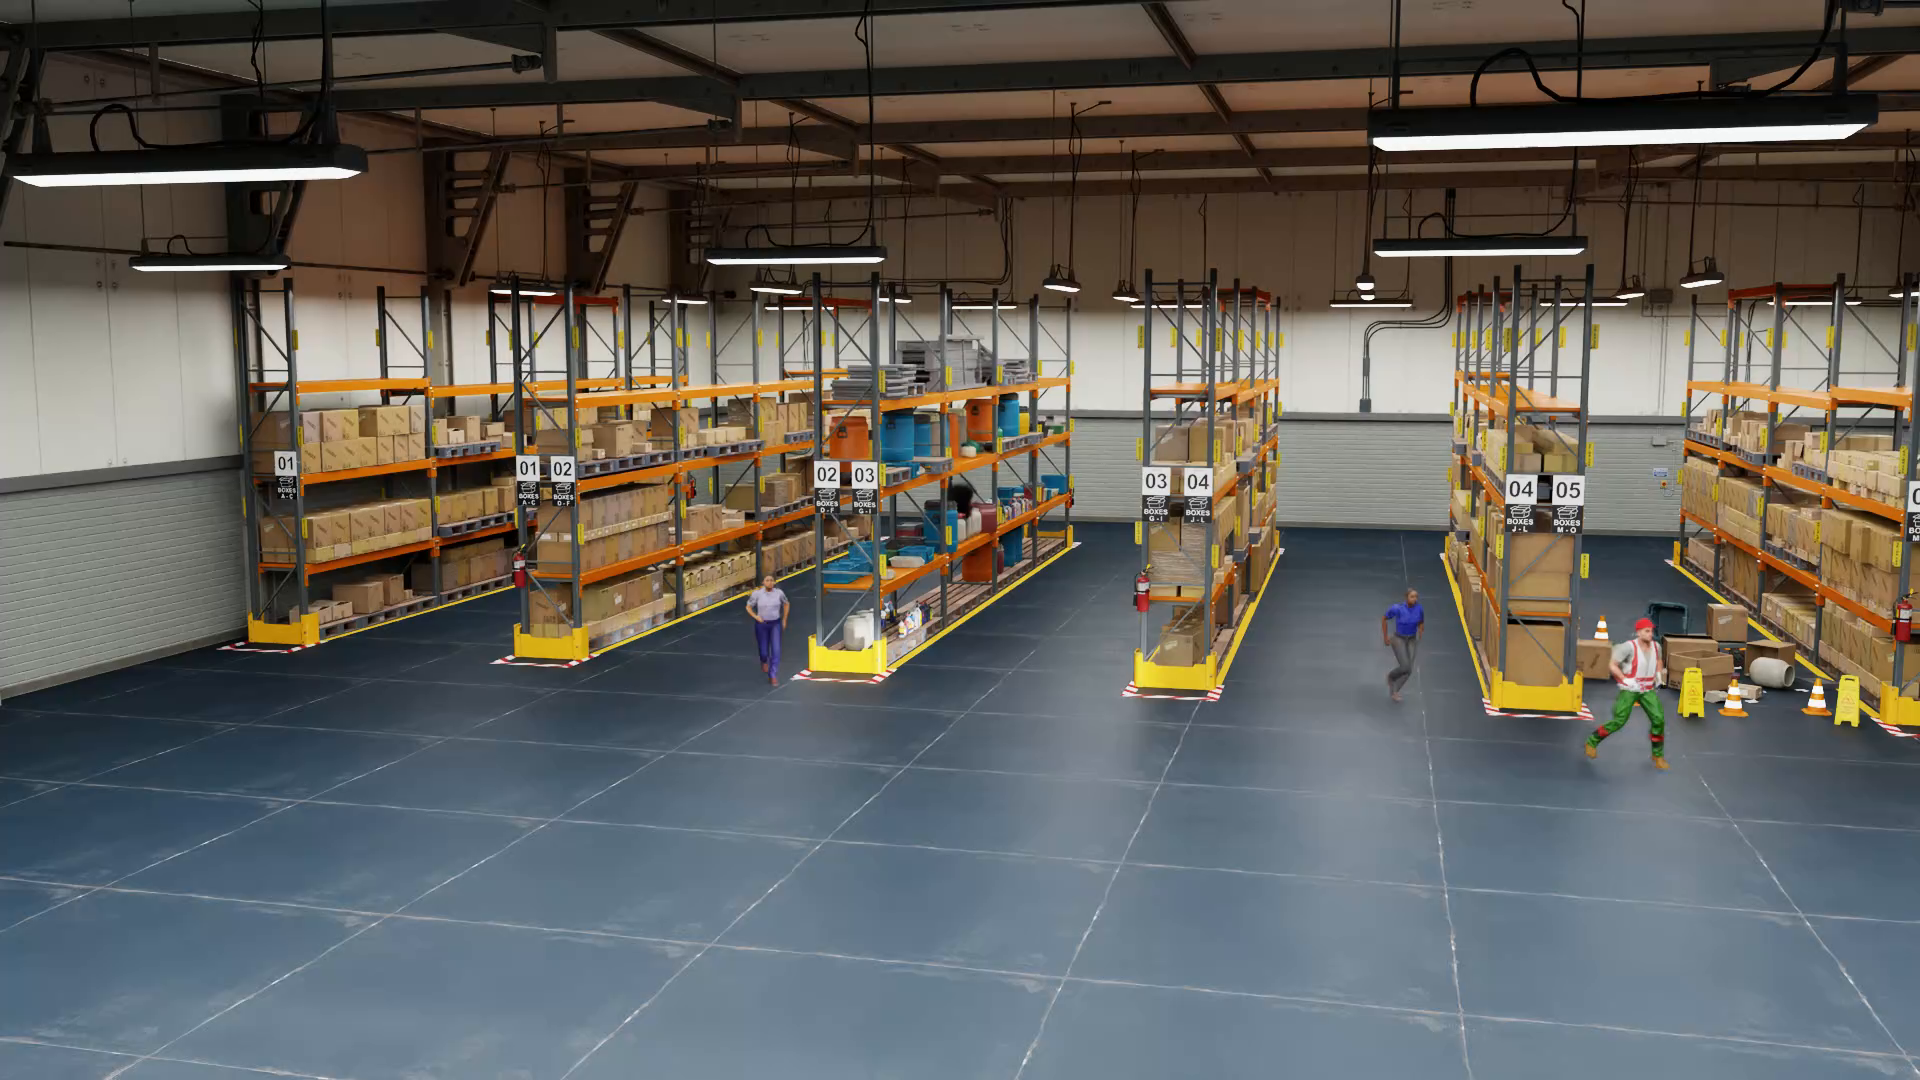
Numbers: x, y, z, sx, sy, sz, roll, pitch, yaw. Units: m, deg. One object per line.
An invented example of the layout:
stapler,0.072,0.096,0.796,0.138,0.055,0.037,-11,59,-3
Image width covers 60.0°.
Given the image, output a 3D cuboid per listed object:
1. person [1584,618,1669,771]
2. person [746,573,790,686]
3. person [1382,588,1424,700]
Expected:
person,7.955,1.795,19.647,0.898,1.775,0.766,-2,7,-16
person,-2.813,1.298,24.442,0.644,1.629,0.722,-1,7,-11
person,6.210,1.444,23.146,0.549,1.593,0.598,-2,7,-19
